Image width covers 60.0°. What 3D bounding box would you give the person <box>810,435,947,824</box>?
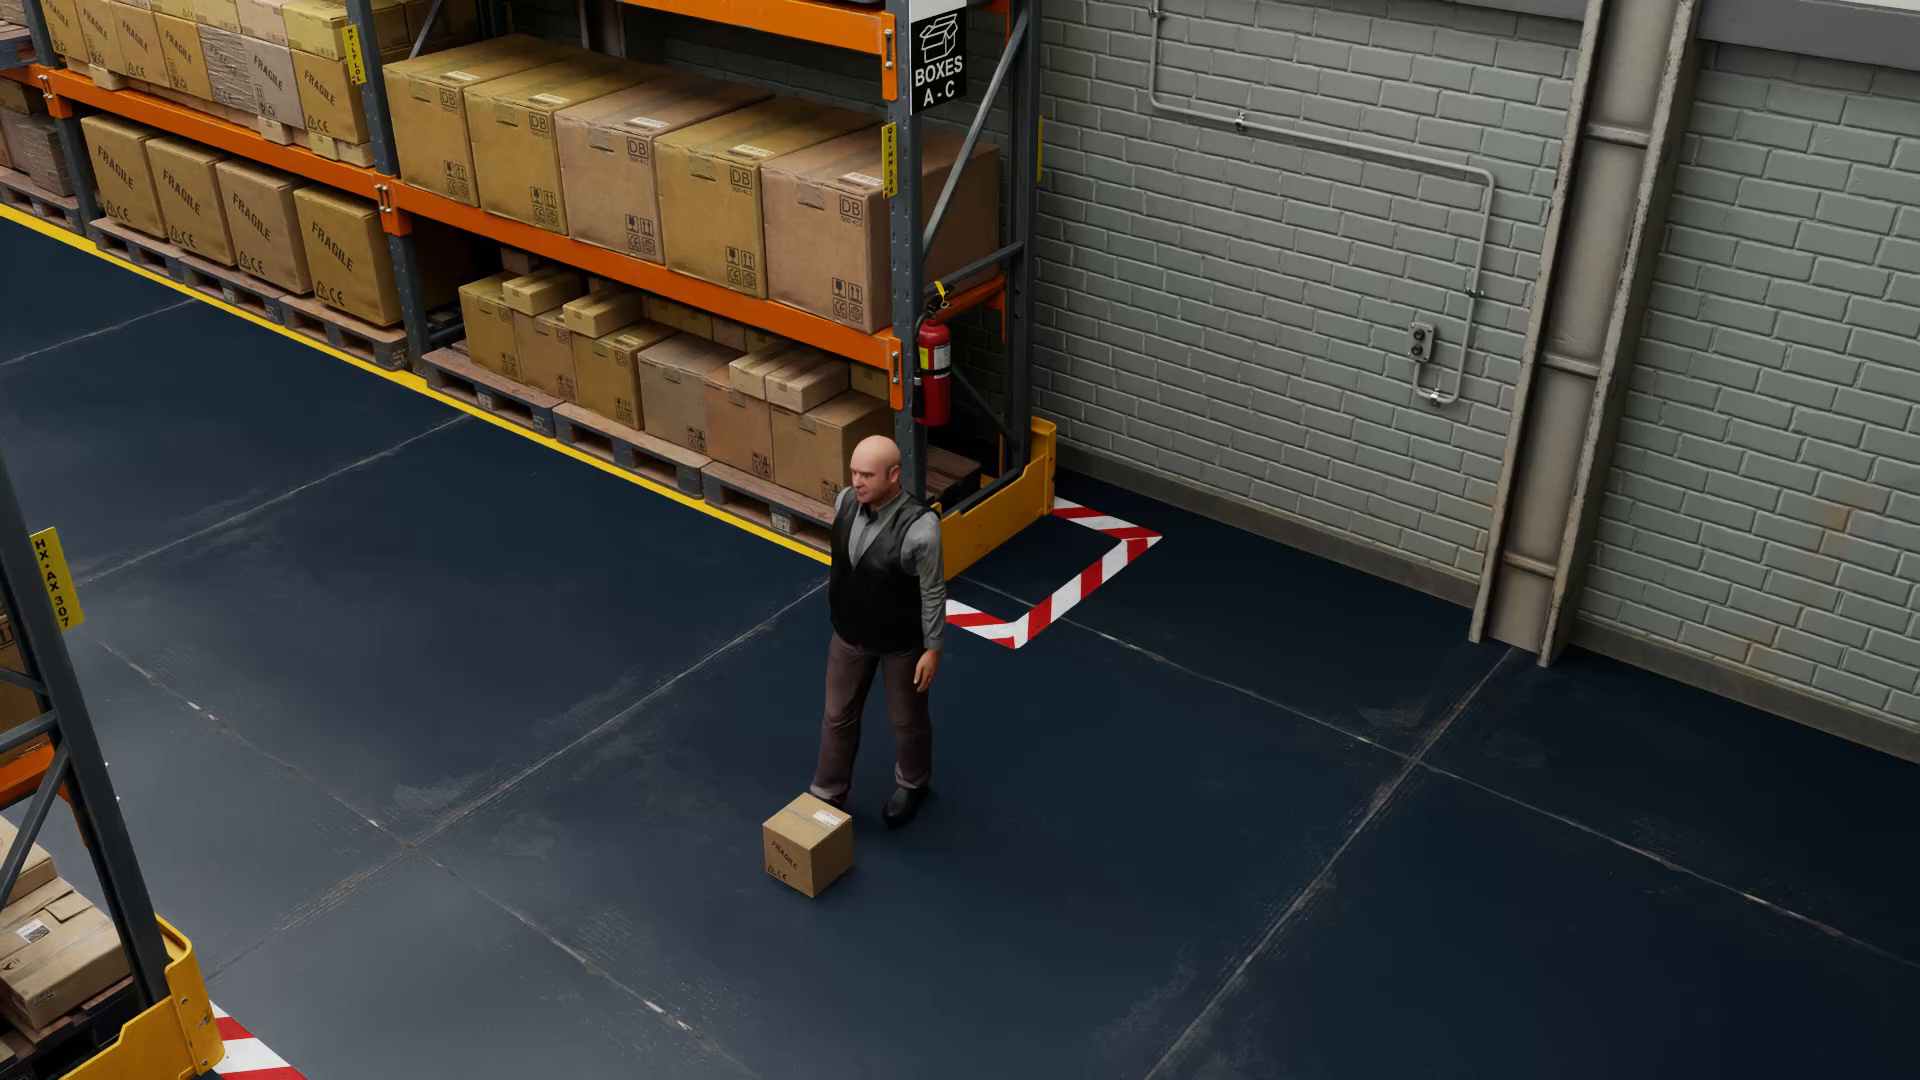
[{"bbox_3d":[-0.347,0.423,6.429,0.553,1.714,0.636,18,35,27],"label":"person"}]
